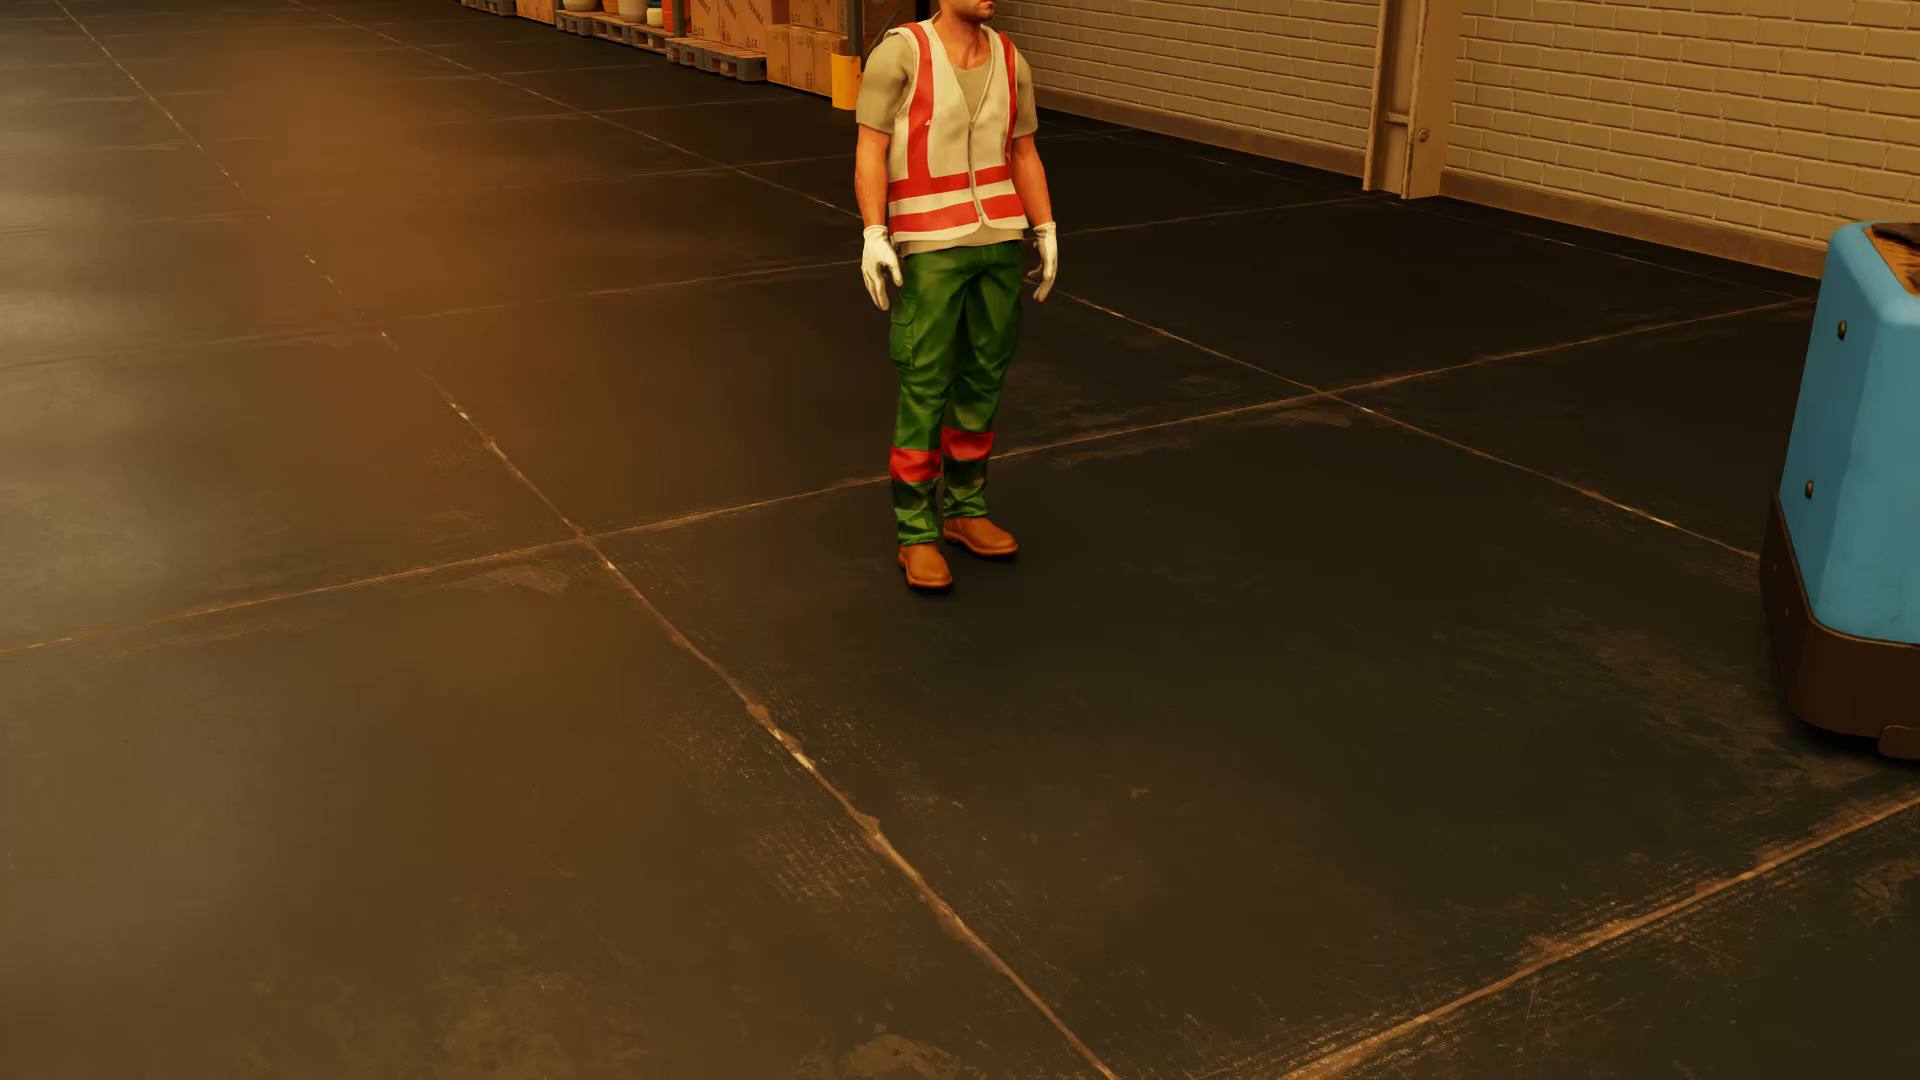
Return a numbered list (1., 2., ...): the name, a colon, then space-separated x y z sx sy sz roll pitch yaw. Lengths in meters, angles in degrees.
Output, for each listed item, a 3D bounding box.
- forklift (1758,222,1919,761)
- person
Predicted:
1. forklift: 3.548 -0.850 3.345 3.031 2.935 1.130 8 24 18
2. person: 0.030 -0.806 4.722 0.637 1.790 0.562 -12 25 -28
